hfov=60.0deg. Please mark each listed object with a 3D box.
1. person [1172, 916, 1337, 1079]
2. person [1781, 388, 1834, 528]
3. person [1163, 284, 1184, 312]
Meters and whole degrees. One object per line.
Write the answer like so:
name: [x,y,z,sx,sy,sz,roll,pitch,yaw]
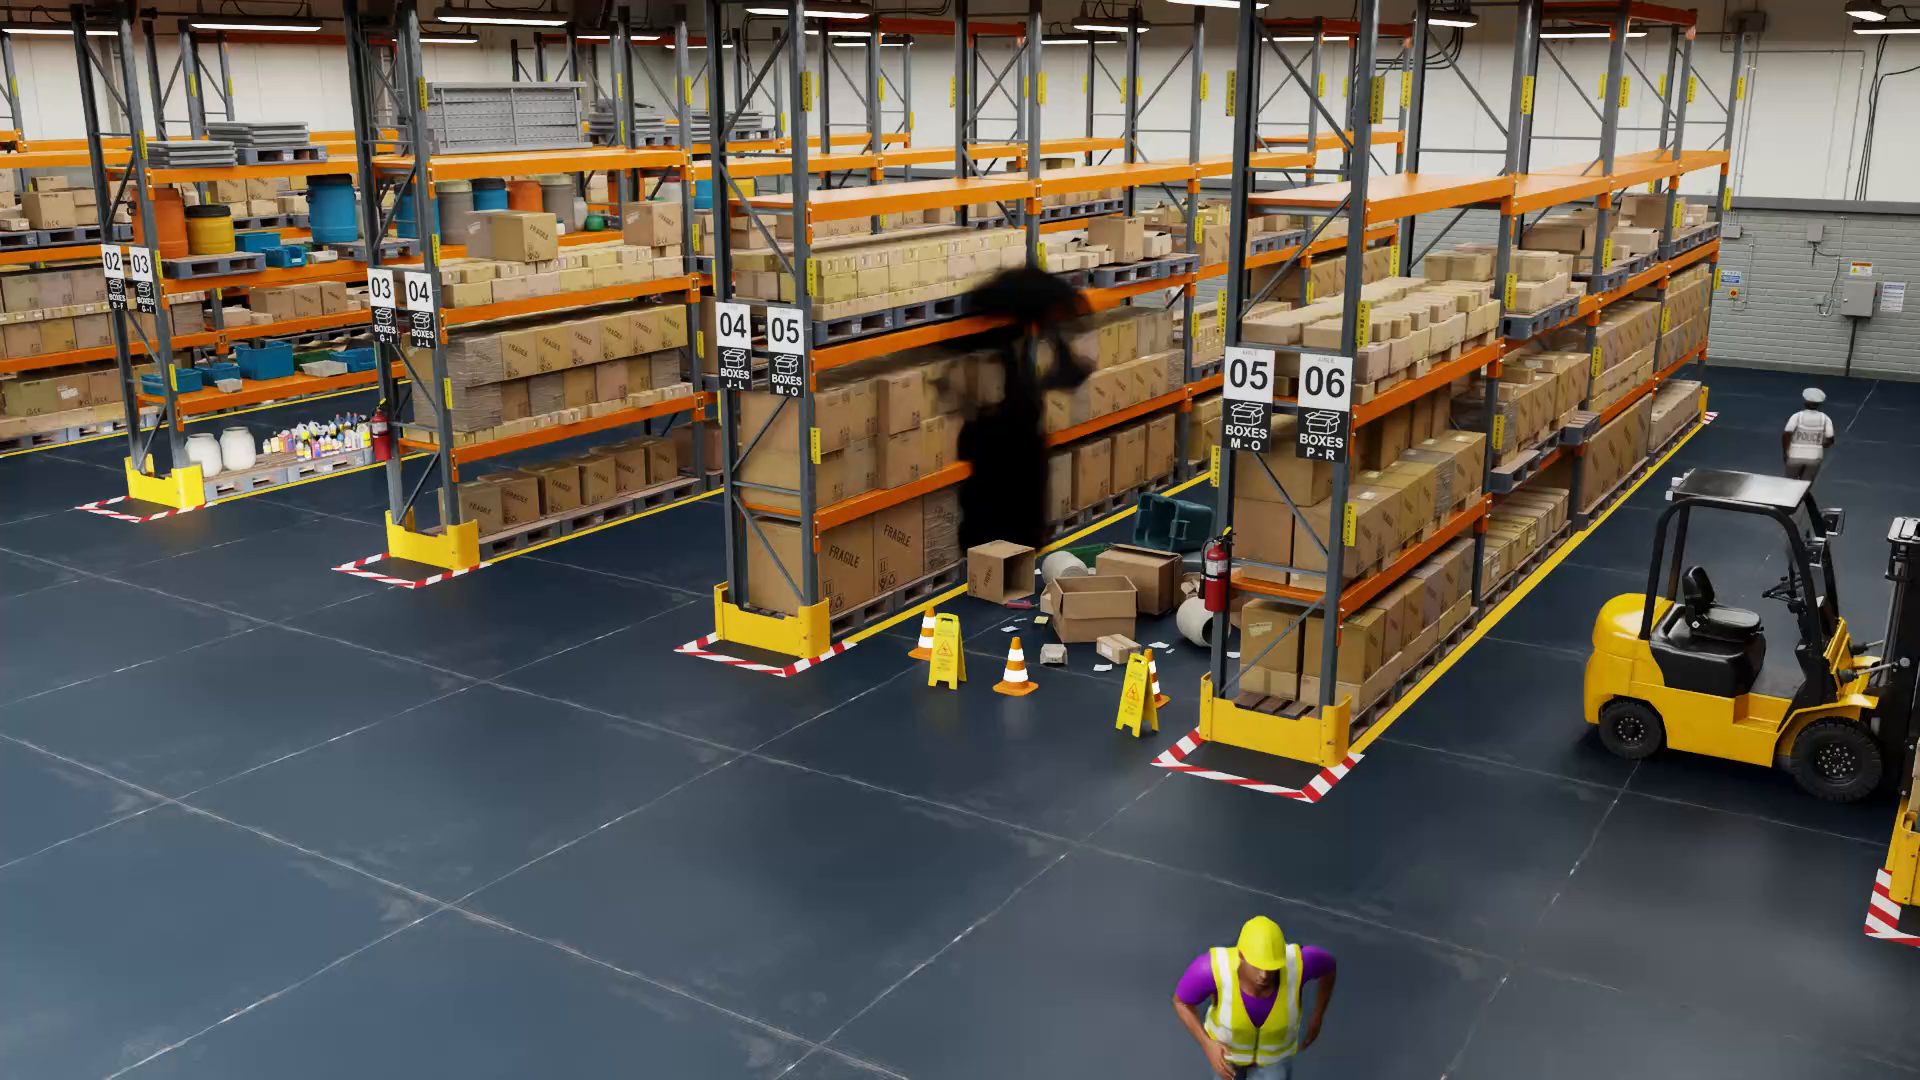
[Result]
person: [1.331,2.358,7.685,0.743,1.714,1.057,0,16,1]
person: [9.956,-0.970,19.617,0.577,1.661,0.525,6,17,20]
person: [4.126,-4.260,31.479,0.569,1.686,0.684,1,16,4]
